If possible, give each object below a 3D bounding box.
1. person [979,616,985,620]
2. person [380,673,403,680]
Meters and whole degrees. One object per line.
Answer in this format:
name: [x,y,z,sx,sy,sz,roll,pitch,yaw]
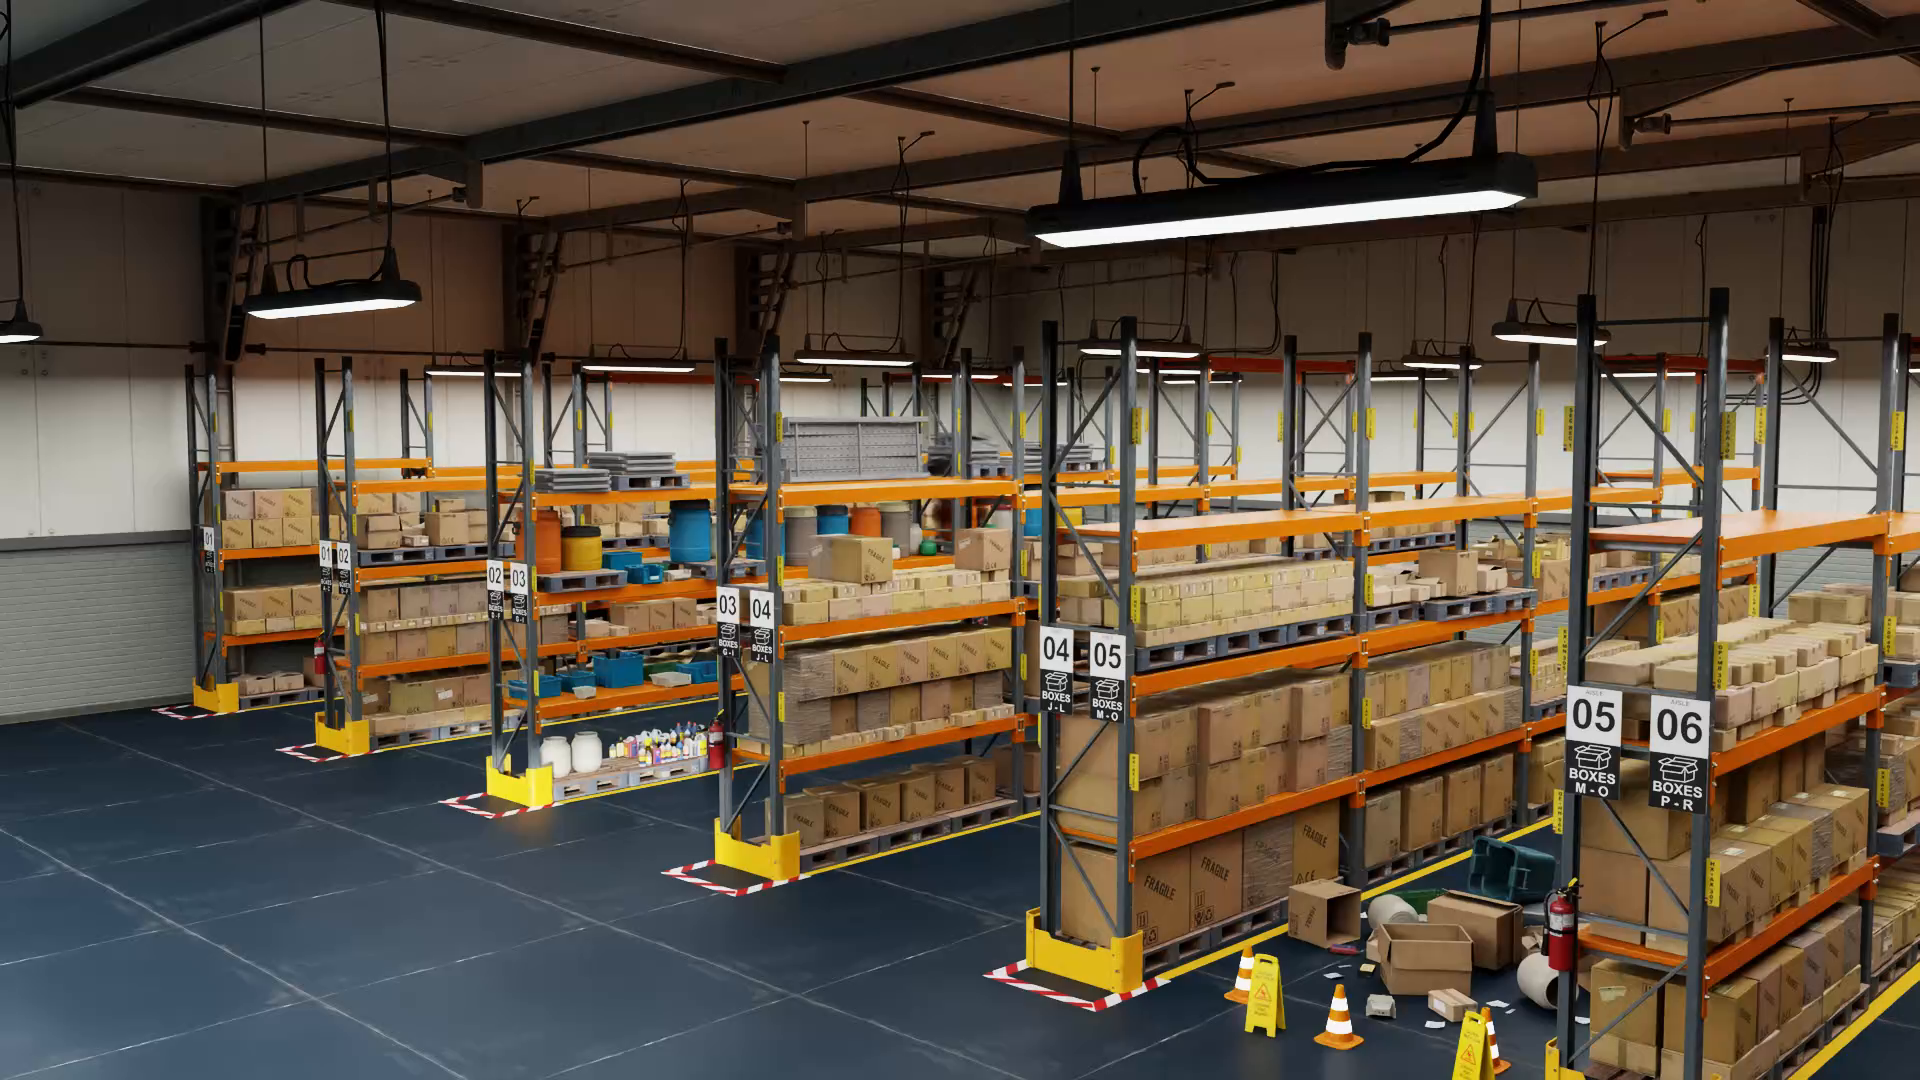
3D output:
person: [0.718,1.288,39.694,0.716,1.792,0.874,4,6,40]
person: [-9.771,2.169,28.691,0.574,1.575,0.646,-4,6,-41]
